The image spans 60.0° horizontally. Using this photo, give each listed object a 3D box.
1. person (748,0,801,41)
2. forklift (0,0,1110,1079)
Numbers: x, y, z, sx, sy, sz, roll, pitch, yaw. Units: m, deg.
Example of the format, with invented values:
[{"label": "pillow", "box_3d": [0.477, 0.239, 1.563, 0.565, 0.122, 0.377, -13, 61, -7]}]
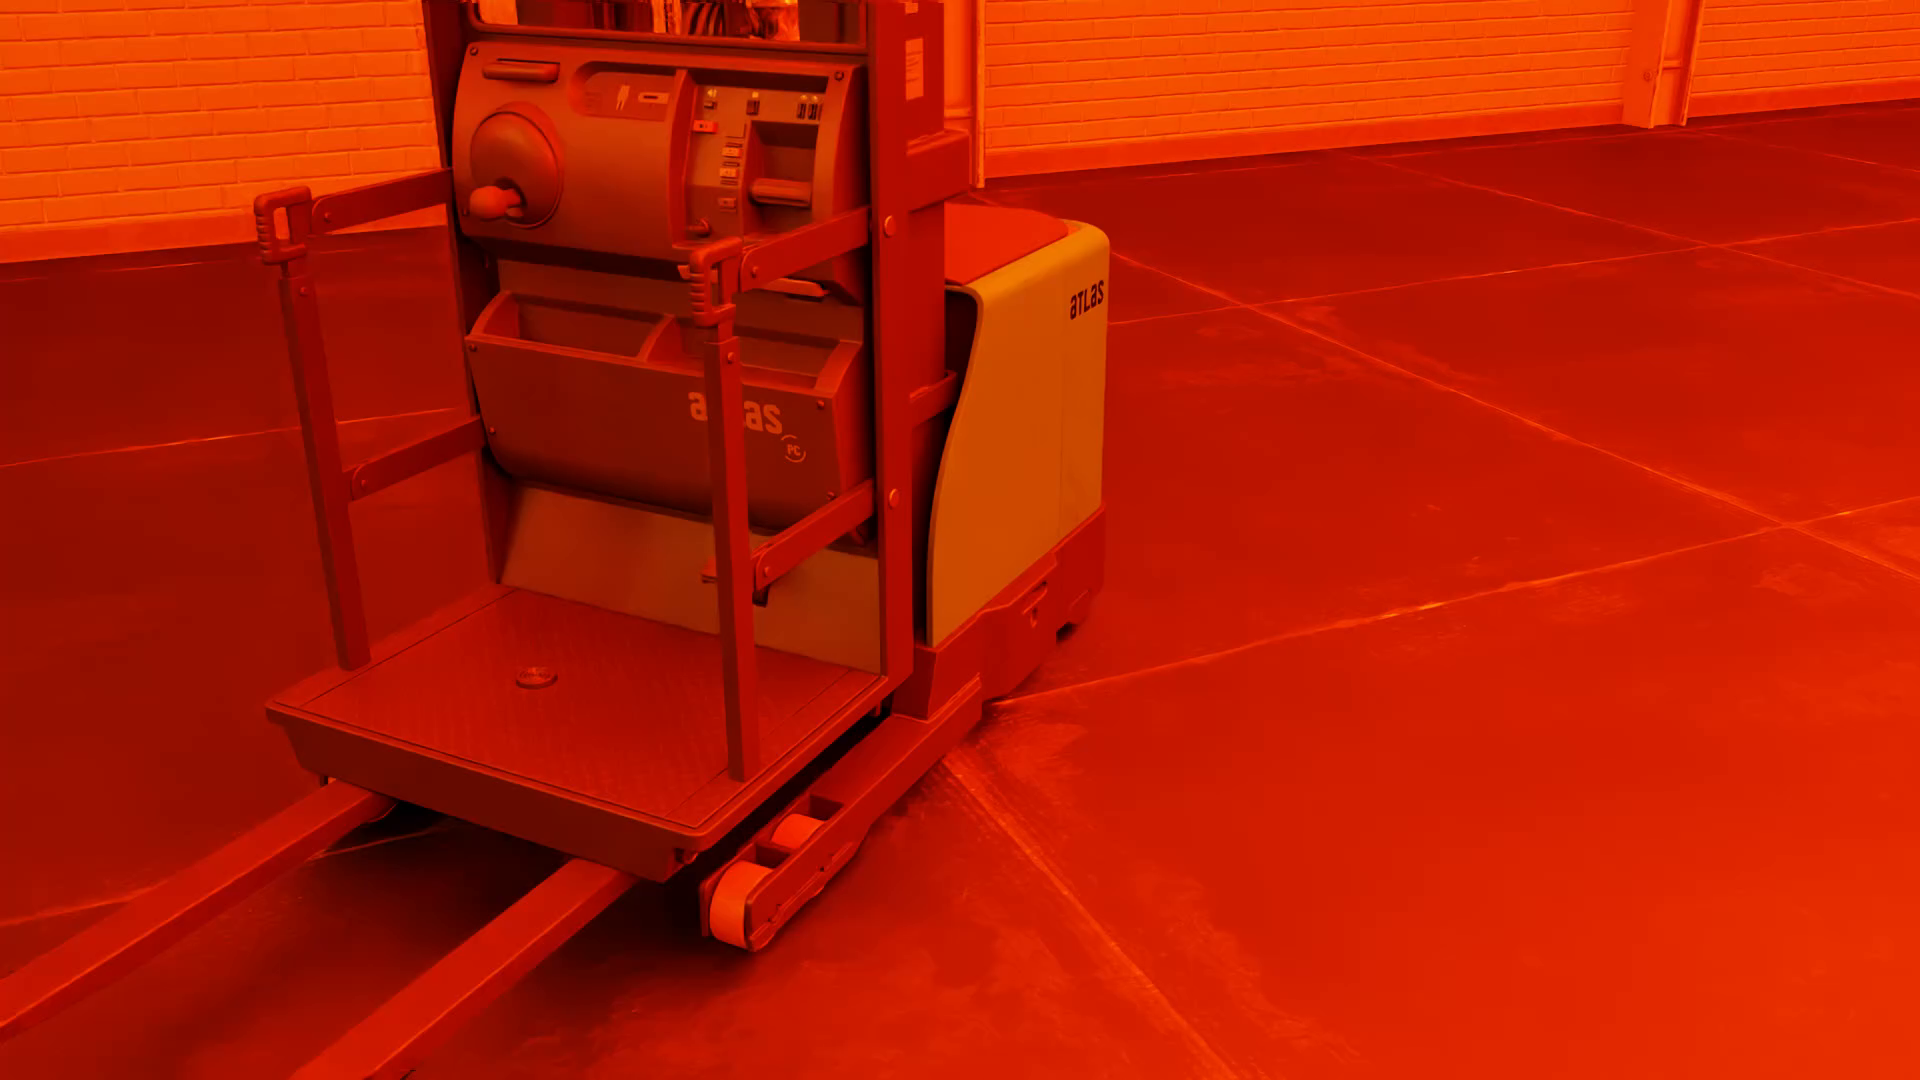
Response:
[{"label": "person", "box_3d": [-0.635, -0.977, 5.399, 0.417, 1.633, 0.809, 9, 24, 21]}, {"label": "forklift", "box_3d": [-0.722, -0.758, 3.112, 1.130, 2.935, 3.031, 11, 25, 25]}]
